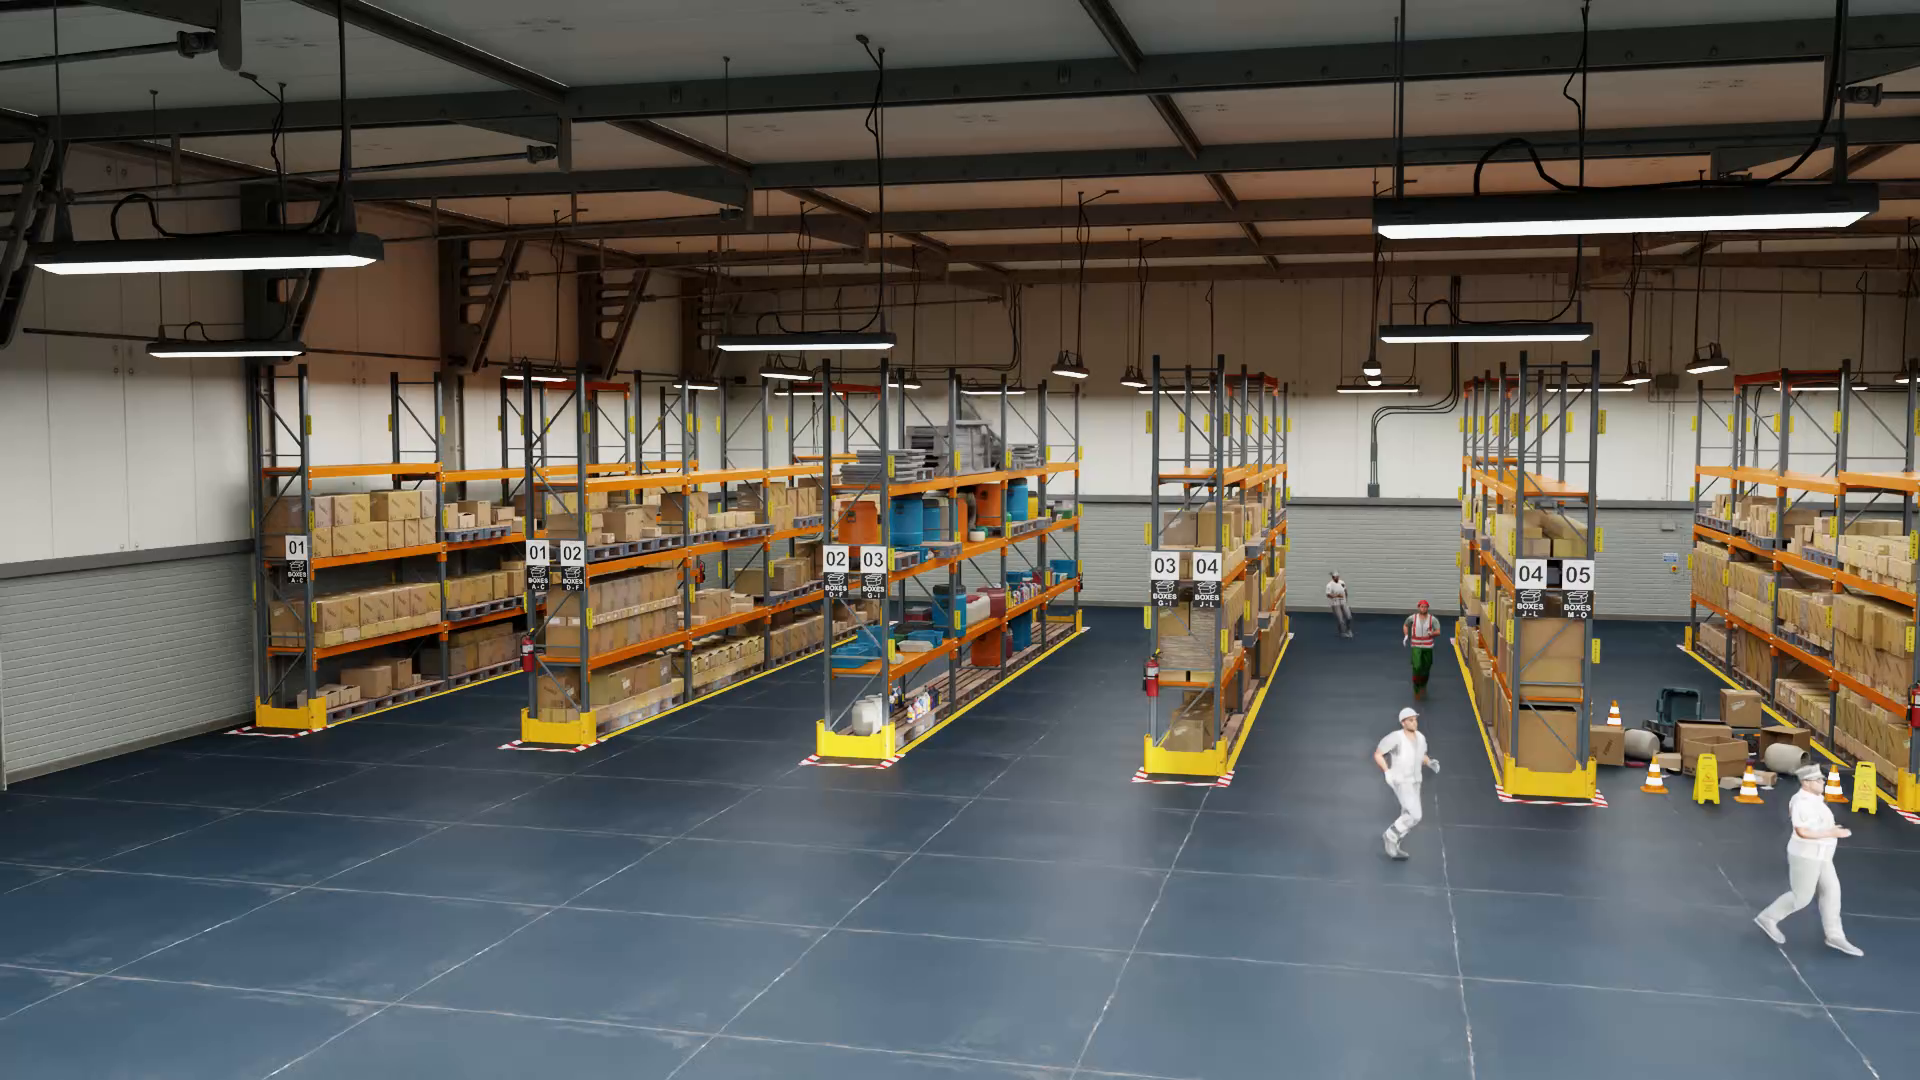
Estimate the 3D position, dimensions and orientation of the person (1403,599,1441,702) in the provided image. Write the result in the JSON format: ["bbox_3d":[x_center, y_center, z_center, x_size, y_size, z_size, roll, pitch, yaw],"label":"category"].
[{"bbox_3d":[8.453,1.998,30.441,0.650,1.840,0.826,1,4,10],"label":"person"}]

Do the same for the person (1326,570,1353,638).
[{"bbox_3d":[8.924,1.500,39.044,0.700,1.609,0.603,-1,4,-9],"label":"person"}]

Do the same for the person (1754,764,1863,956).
[{"bbox_3d":[8.074,2.998,15.778,0.924,1.778,0.664,4,5,42],"label":"person"}]

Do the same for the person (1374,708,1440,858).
[{"bbox_3d":[5.181,2.800,19.099,0.631,1.748,0.612,-3,5,-33],"label":"person"}]
